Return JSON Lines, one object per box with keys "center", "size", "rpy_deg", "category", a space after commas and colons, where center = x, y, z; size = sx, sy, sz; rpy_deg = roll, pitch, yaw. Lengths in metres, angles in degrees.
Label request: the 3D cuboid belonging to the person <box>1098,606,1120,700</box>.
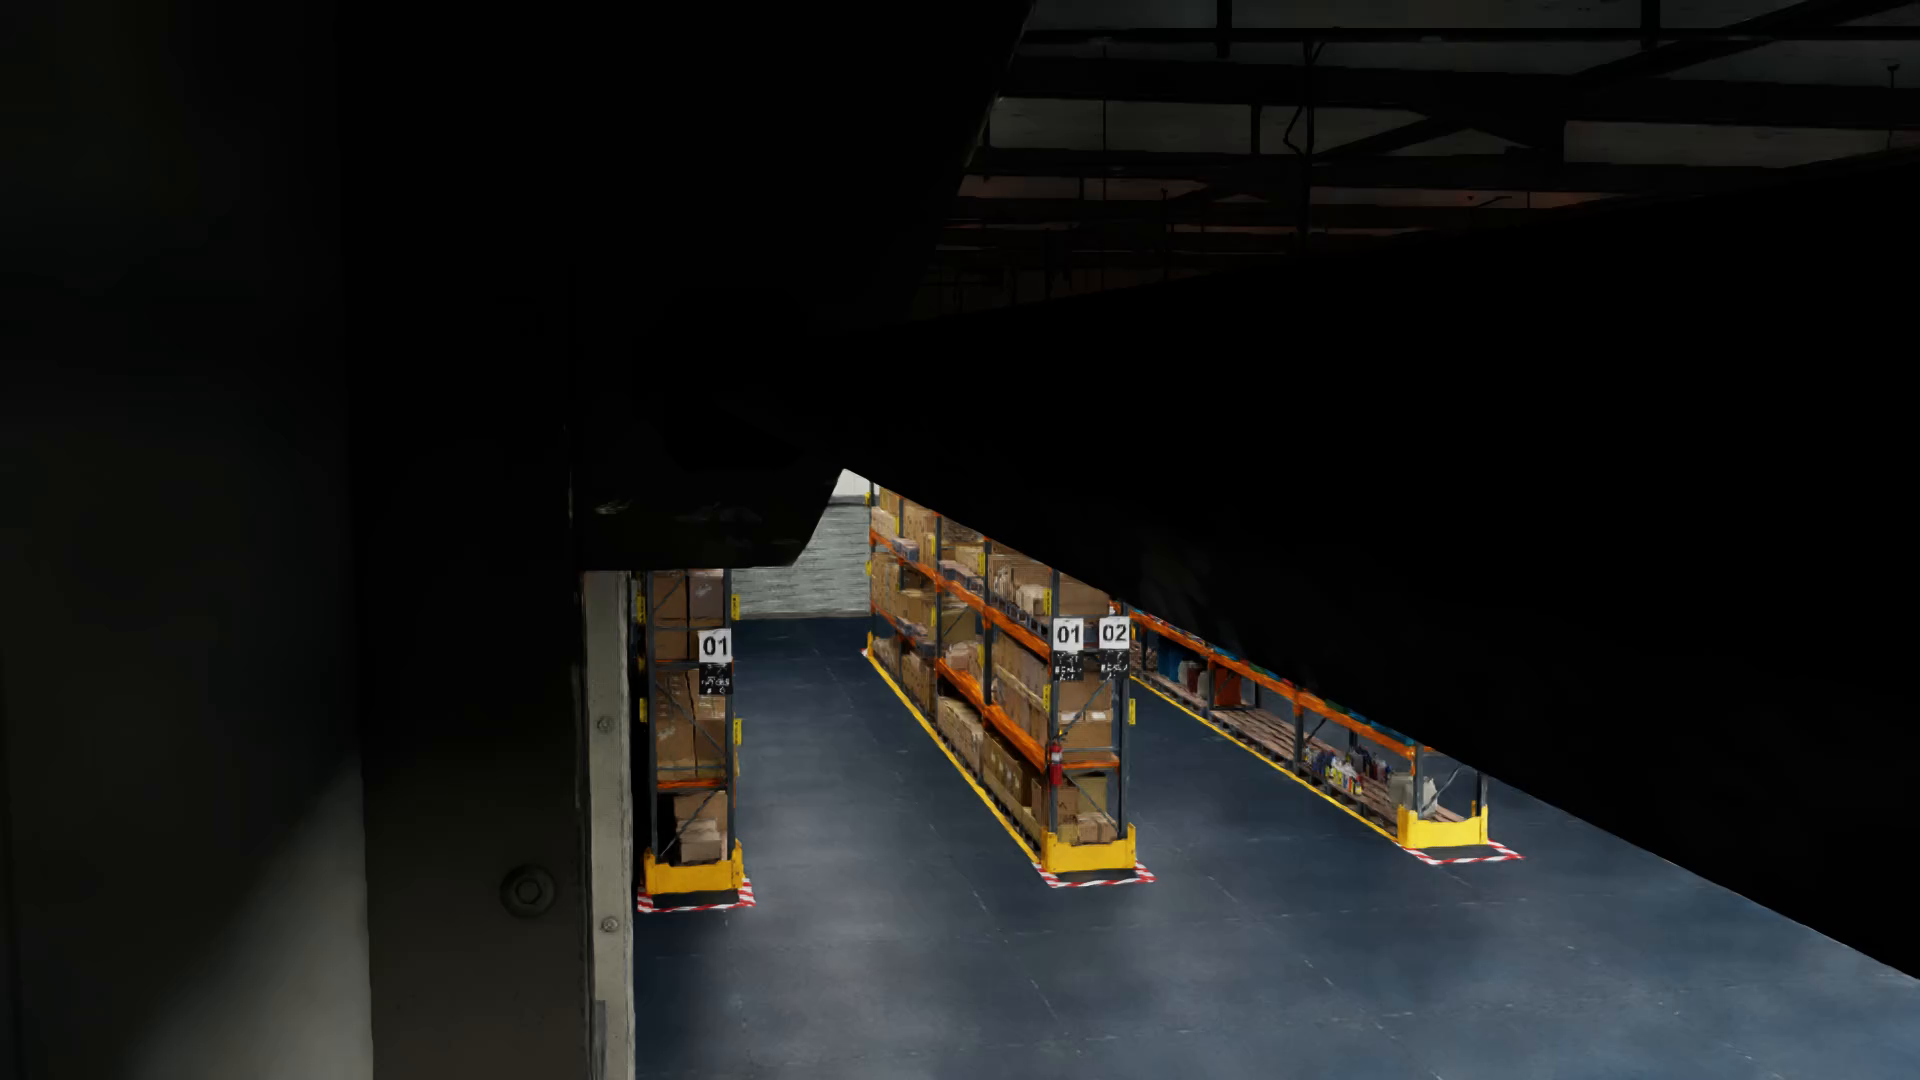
{"center": [2.875, 2.132, 31.651], "size": [0.448, 1.780, 0.586], "rpy_deg": [-5, 8, -42], "category": "person"}
